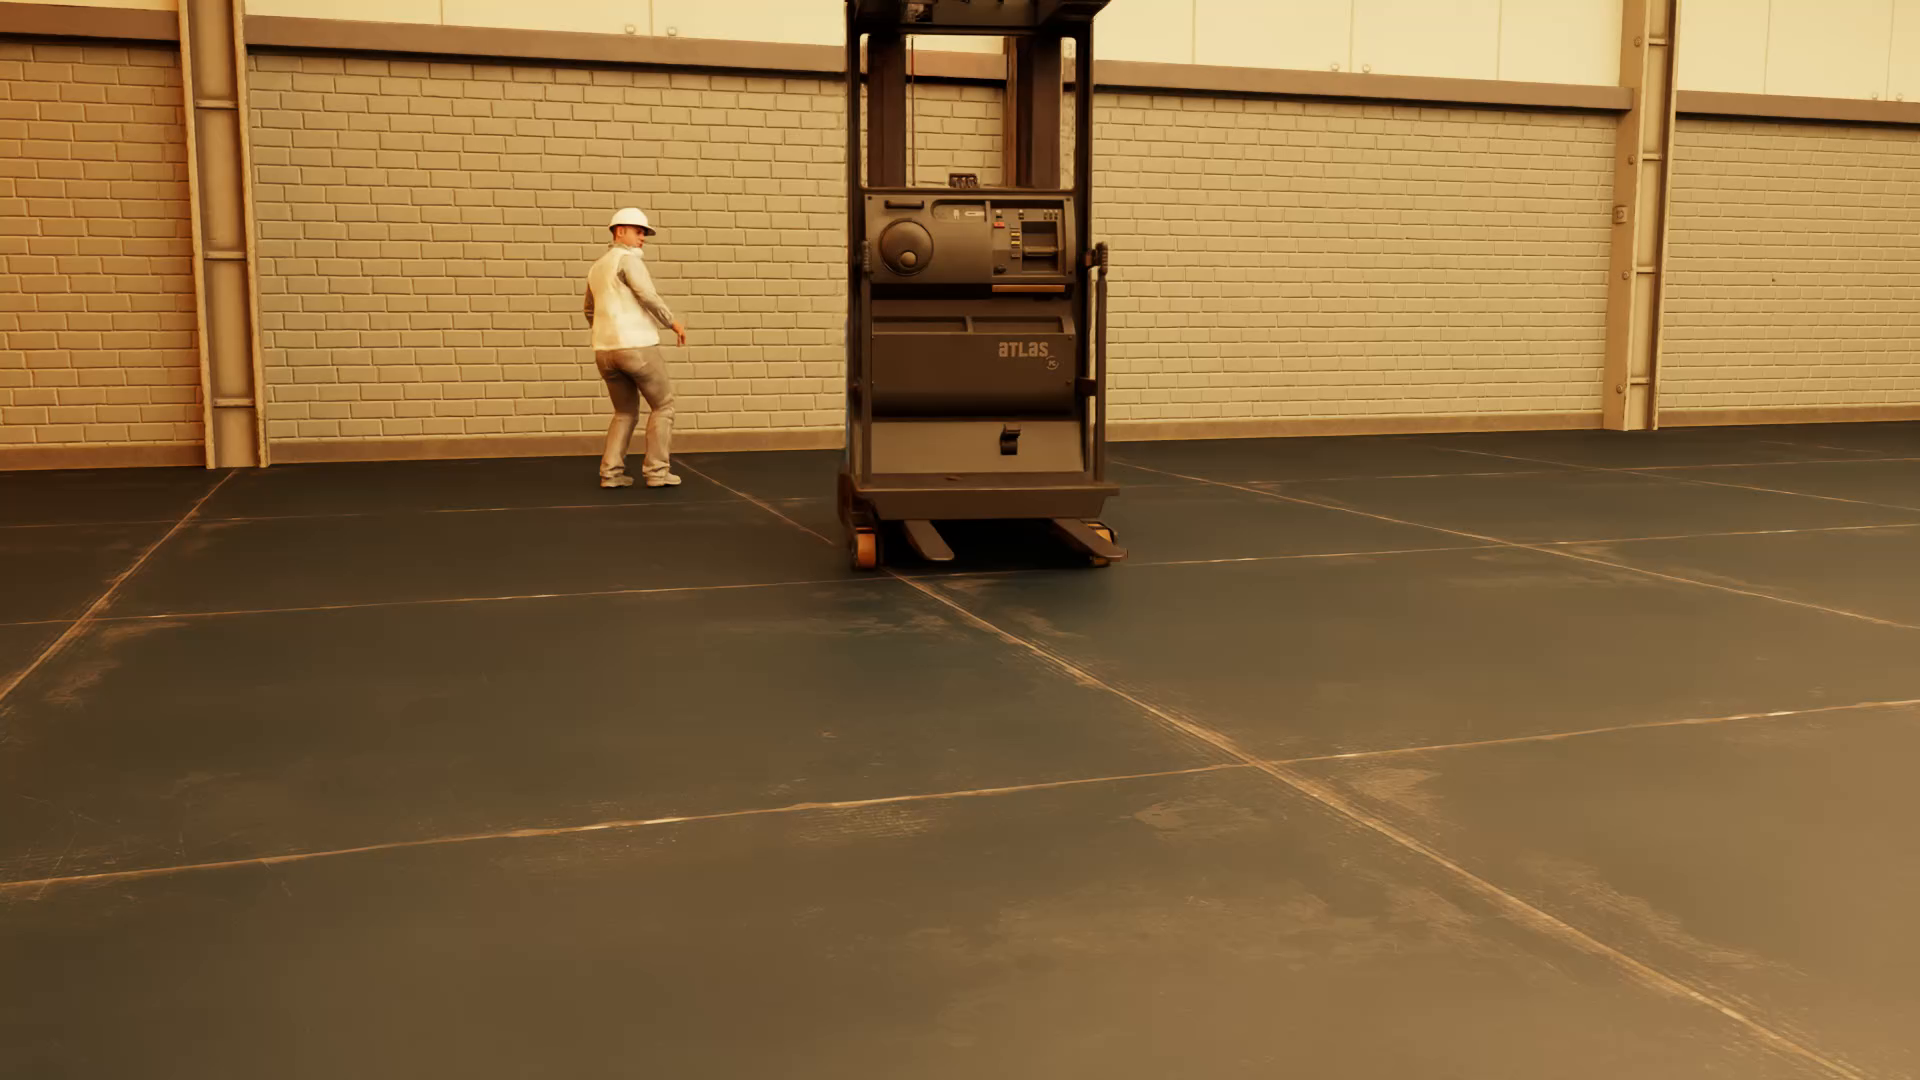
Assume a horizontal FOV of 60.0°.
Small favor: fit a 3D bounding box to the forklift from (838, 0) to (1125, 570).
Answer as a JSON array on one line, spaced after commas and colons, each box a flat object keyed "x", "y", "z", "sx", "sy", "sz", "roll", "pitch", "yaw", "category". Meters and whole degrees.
[{"x": 0.071, "y": -1.371, "z": 7.125, "sx": 1.130, "sy": 2.935, "sz": 3.031, "roll": -1, "pitch": 8, "yaw": -6, "category": "forklift"}]

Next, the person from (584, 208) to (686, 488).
[{"x": -2.035, "y": -1.179, "z": 10.282, "sx": 0.745, "sy": 1.727, "sz": 0.522, "roll": 6, "pitch": 10, "yaw": 37, "category": "person"}]
